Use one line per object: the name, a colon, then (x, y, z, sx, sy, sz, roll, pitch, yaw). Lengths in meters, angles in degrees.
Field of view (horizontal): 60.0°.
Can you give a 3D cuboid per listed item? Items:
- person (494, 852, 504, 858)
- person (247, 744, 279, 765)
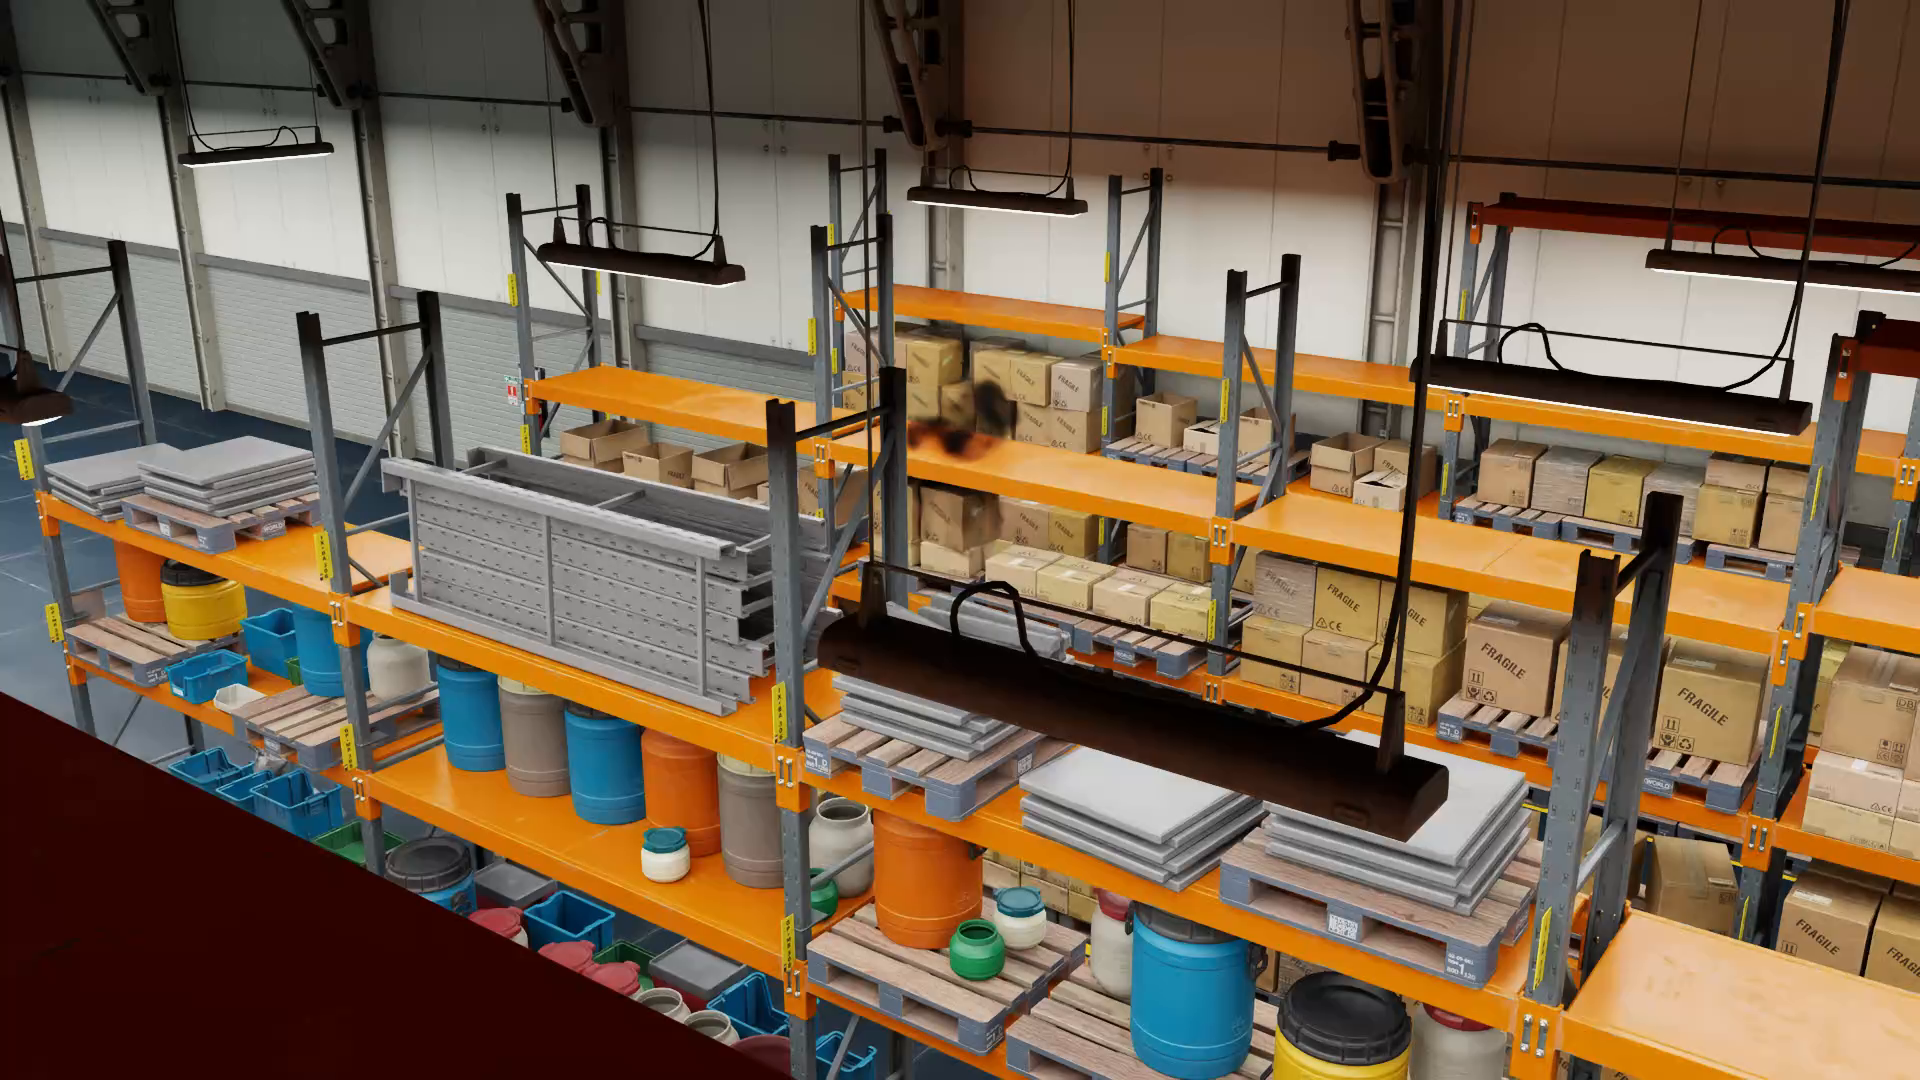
person: (-3.808, 2.467, 14.222, 0.821, 1.884, 0.689, 12, 22, 31)
person: (-6.642, 1.713, 15.990, 0.418, 0.831, 0.632, 0, 18, 1)
